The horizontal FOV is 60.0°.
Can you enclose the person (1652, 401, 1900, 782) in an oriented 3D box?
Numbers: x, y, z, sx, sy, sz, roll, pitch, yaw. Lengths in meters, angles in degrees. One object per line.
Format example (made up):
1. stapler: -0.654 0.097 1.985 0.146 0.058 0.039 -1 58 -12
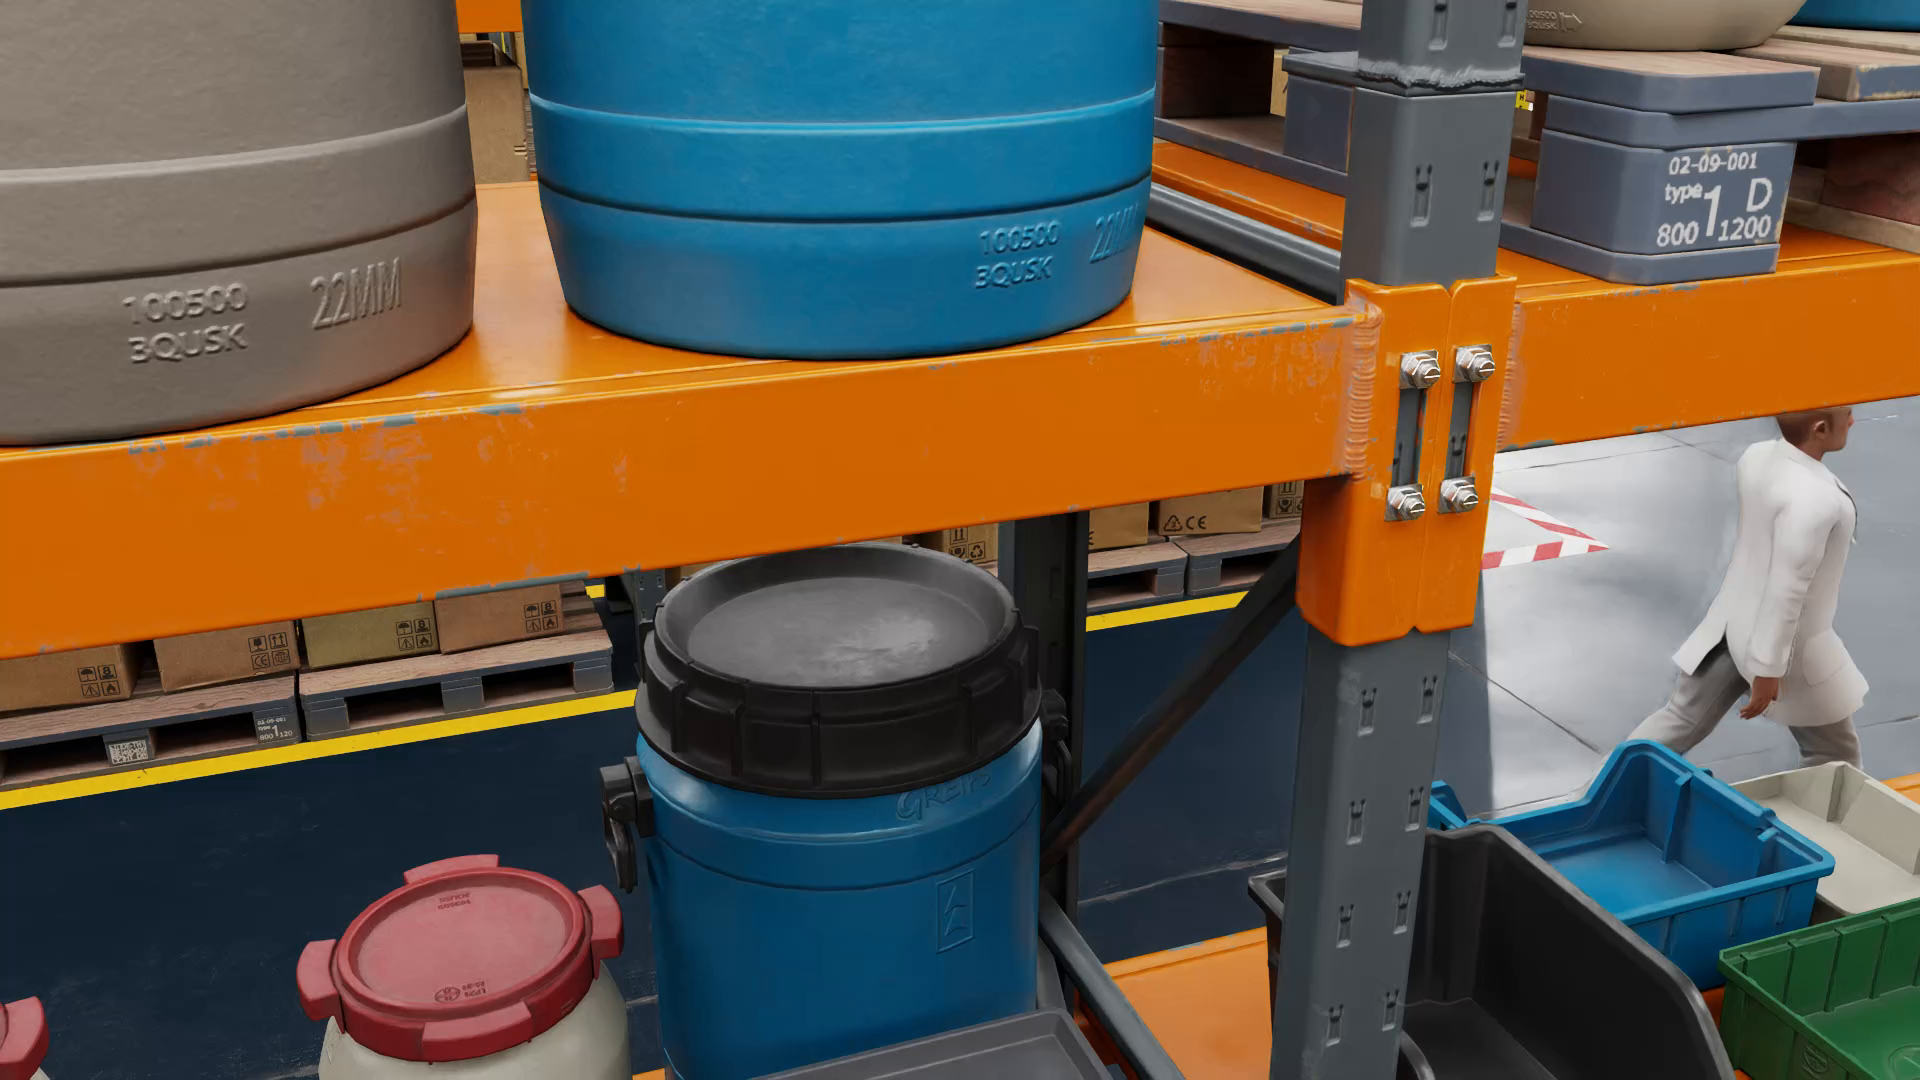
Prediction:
1. person: 2.707 0.297 5.397 1.146 1.733 0.566 -2 22 -4
